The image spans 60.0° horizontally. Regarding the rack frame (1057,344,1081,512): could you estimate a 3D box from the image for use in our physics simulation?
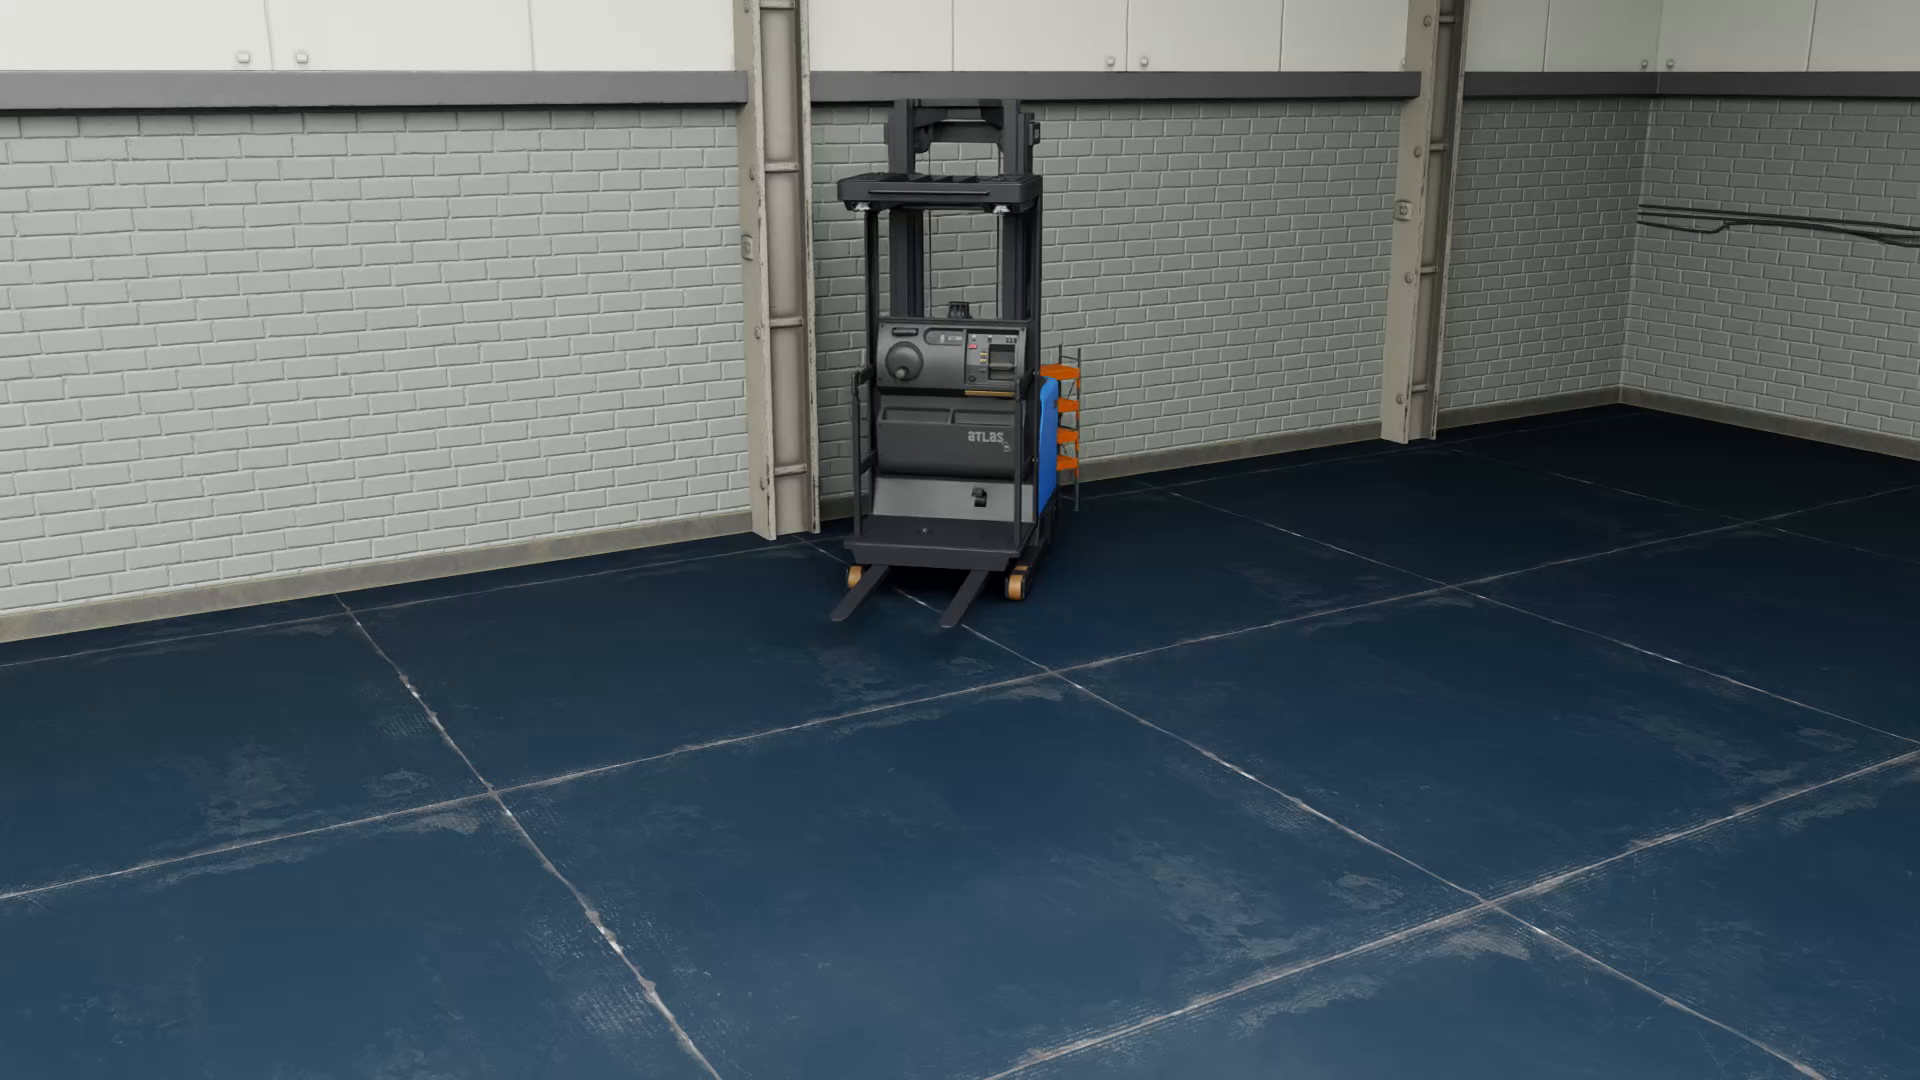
[{"bbox_3d":[0.788,-0.810,12.078,0.015,1.200,0.240,-11,19,-33],"label":"rack frame"}]

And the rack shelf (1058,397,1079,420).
[{"bbox_3d":[0.587,-0.924,11.902,0.480,0.148,0.258,-11,19,-33],"label":"rack shelf"}]

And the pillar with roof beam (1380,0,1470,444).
[{"bbox_3d":[6.143,-4.232,9.834,0.400,9.000,9.100,-9,18,-30],"label":"pillar with roof beam"}]

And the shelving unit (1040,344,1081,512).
[{"bbox_3d":[0.587,-0.773,11.944,0.503,1.200,0.258,-11,19,-33],"label":"shelving unit"}]

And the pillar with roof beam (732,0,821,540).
[{"bbox_3d":[1.000,-3.398,6.858,0.400,9.000,9.100,-9,18,-30],"label":"pillar with roof beam"}]

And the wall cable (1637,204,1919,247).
[{"bbox_3d":[7.132,-3.836,14.175,0.112,2.526,3.097,-9,18,-30],"label":"wall cable"}]

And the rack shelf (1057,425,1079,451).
[{"bbox_3d":[0.587,-0.708,11.963,0.480,0.148,0.258,-11,19,-33],"label":"rack shelf"}]

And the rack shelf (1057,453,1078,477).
[{"bbox_3d":[0.587,-0.517,12.016,0.480,0.148,0.258,-11,19,-33],"label":"rack shelf"}]

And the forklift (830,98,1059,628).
[{"bbox_3d":[-0.091,-1.147,10.071,1.130,2.935,3.031,3,16,10],"label":"forklift"}]

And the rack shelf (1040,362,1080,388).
[{"bbox_3d":[0.587,-1.151,11.838,0.480,0.148,0.258,-11,19,-33],"label":"rack shelf"}]
